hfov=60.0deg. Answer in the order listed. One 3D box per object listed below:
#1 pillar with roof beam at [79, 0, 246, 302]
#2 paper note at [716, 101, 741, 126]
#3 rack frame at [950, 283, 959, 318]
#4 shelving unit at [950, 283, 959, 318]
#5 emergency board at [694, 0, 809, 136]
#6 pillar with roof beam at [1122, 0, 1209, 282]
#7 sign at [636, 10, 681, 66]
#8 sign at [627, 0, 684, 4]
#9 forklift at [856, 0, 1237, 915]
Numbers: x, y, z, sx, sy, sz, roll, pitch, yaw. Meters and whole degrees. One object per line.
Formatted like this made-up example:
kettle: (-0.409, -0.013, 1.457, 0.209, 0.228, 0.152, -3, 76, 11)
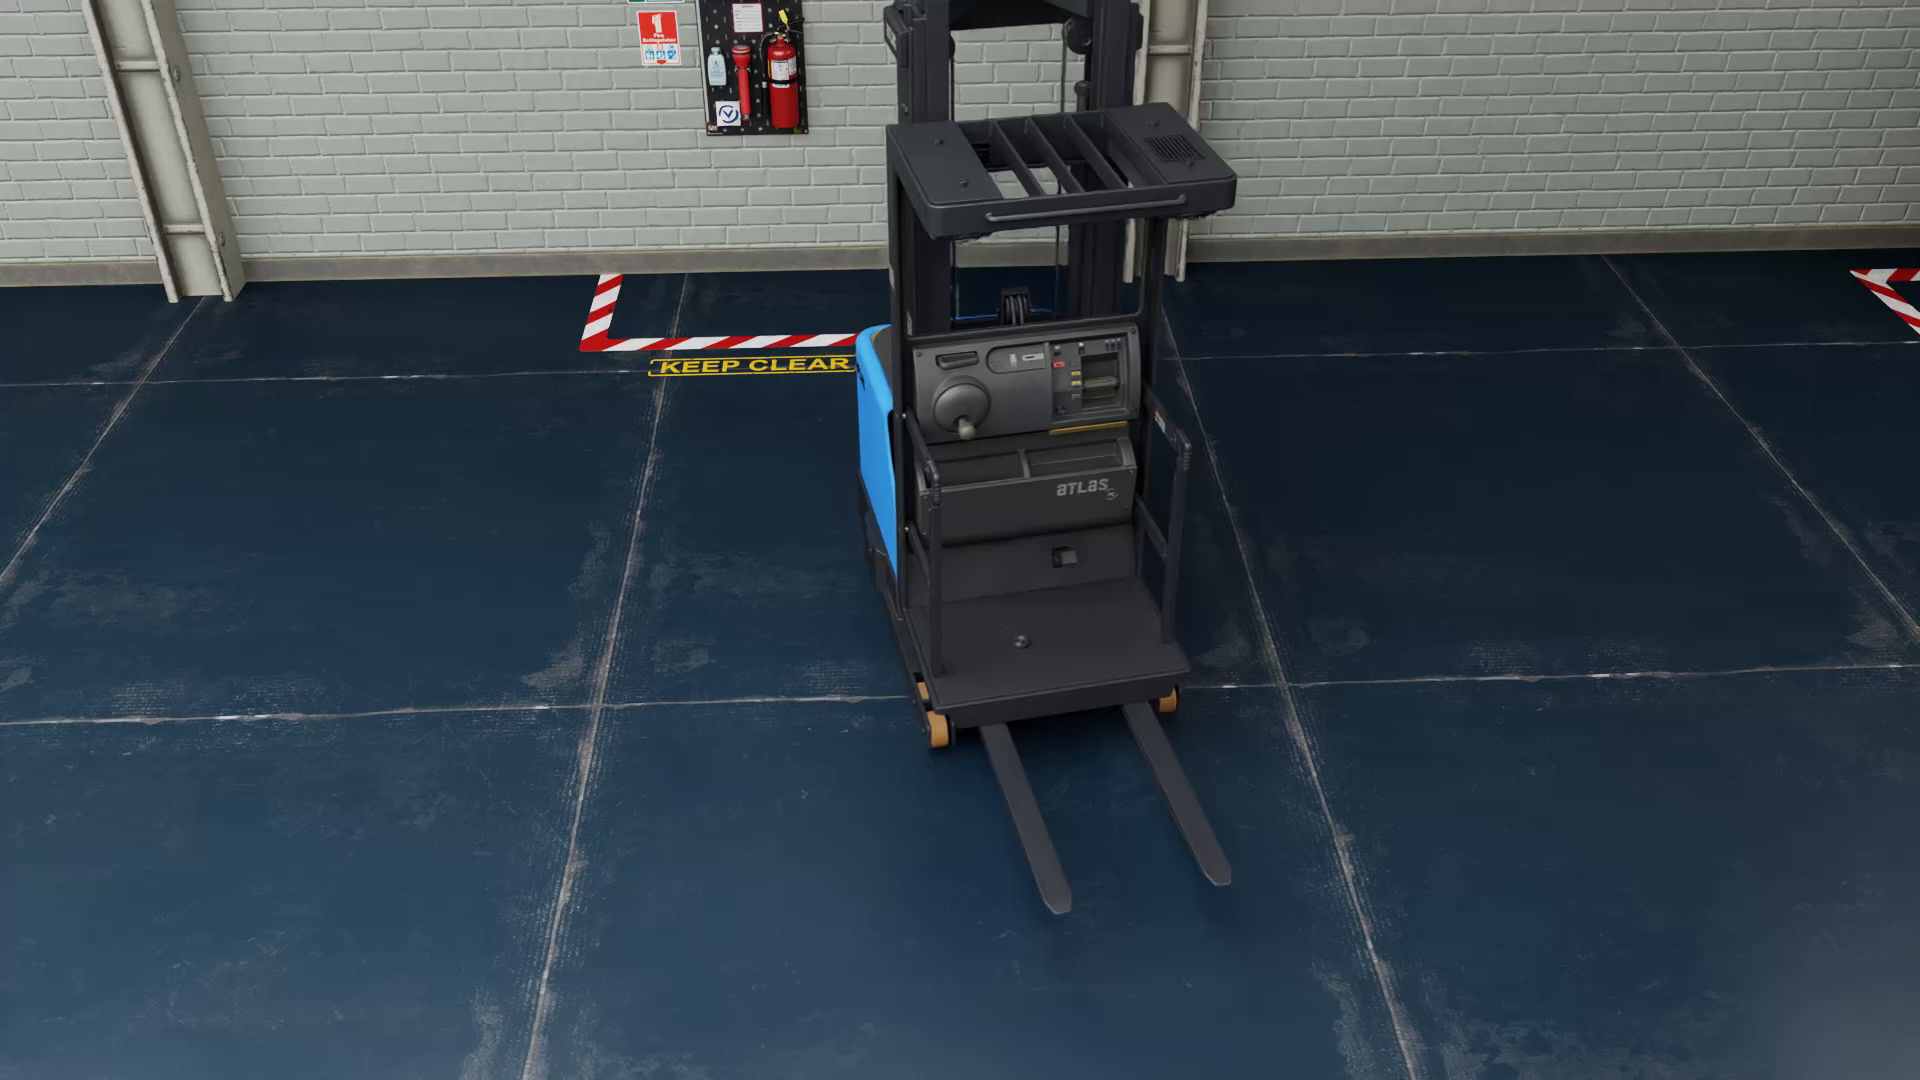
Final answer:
pillar with roof beam: (-4.553, -2.832, 4.435, 0.400, 9.000, 9.100, -2, 35, -2)
paper note: (-1.414, -2.601, 10.147, 0.142, 0.148, 0.016, -2, 35, -2)
rack frame: (-0.036, -0.781, 8.324, 0.006, 1.200, 0.240, -7, 35, -11)
shelving unit: (-0.125, -0.769, 8.307, 0.189, 1.200, 0.258, -7, 35, -11)
emergency board: (-1.234, -2.929, 9.847, 0.643, 1.169, 0.194, -2, 35, -2)
pillar with roof beam: (1.440, -2.994, 4.668, 0.400, 9.000, 9.100, -2, 35, -2)
sign: (-1.791, -2.988, 9.900, 0.234, 0.329, 0.001, -2, 35, -2)
sign: (-1.786, -3.200, 9.742, 0.331, 0.109, 0.001, -2, 35, -2)
forklift: (0.324, -0.568, 6.496, 1.130, 2.935, 3.031, -7, 35, -11)
